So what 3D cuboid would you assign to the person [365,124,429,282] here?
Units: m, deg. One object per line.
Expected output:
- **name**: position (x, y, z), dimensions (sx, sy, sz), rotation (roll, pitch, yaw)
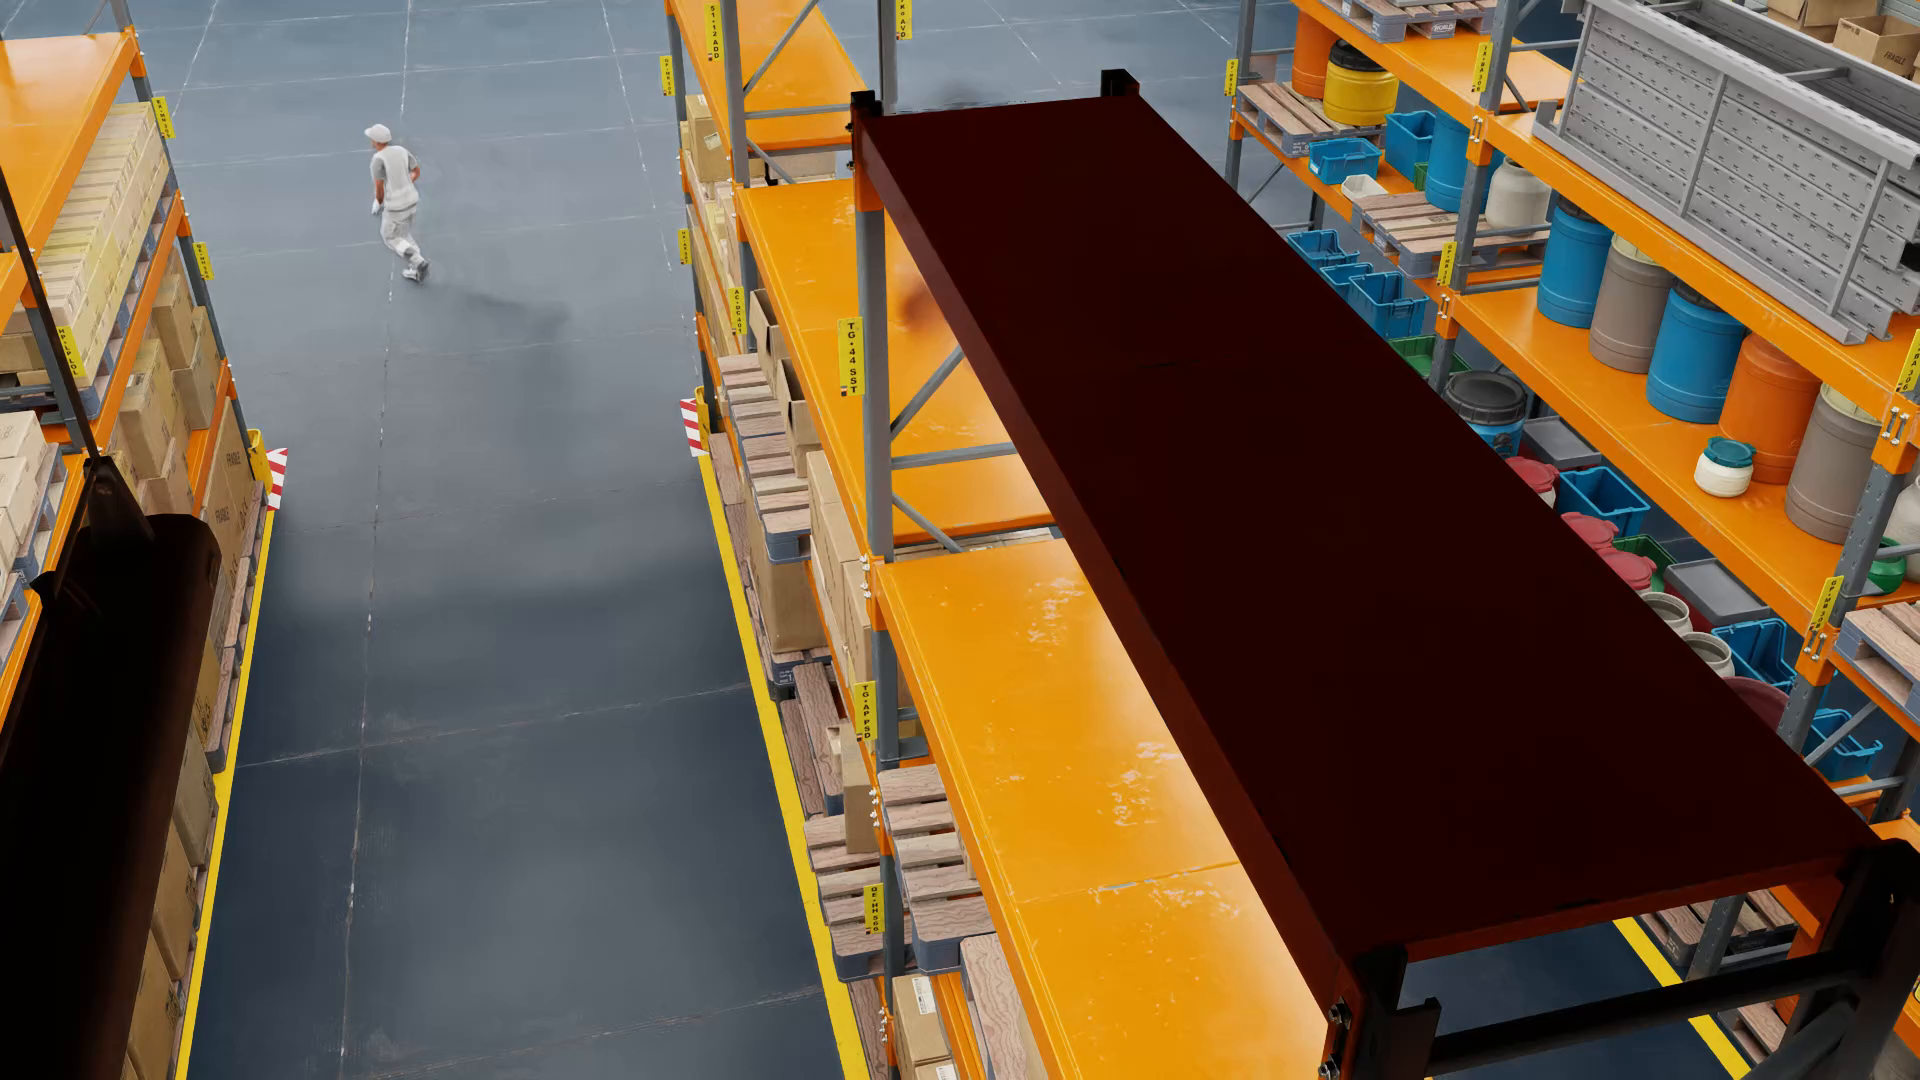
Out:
- **person**: position (-5.998, -3.595, 17.798), dimensions (0.685, 1.726, 0.674), rotation (17, 38, 23)
